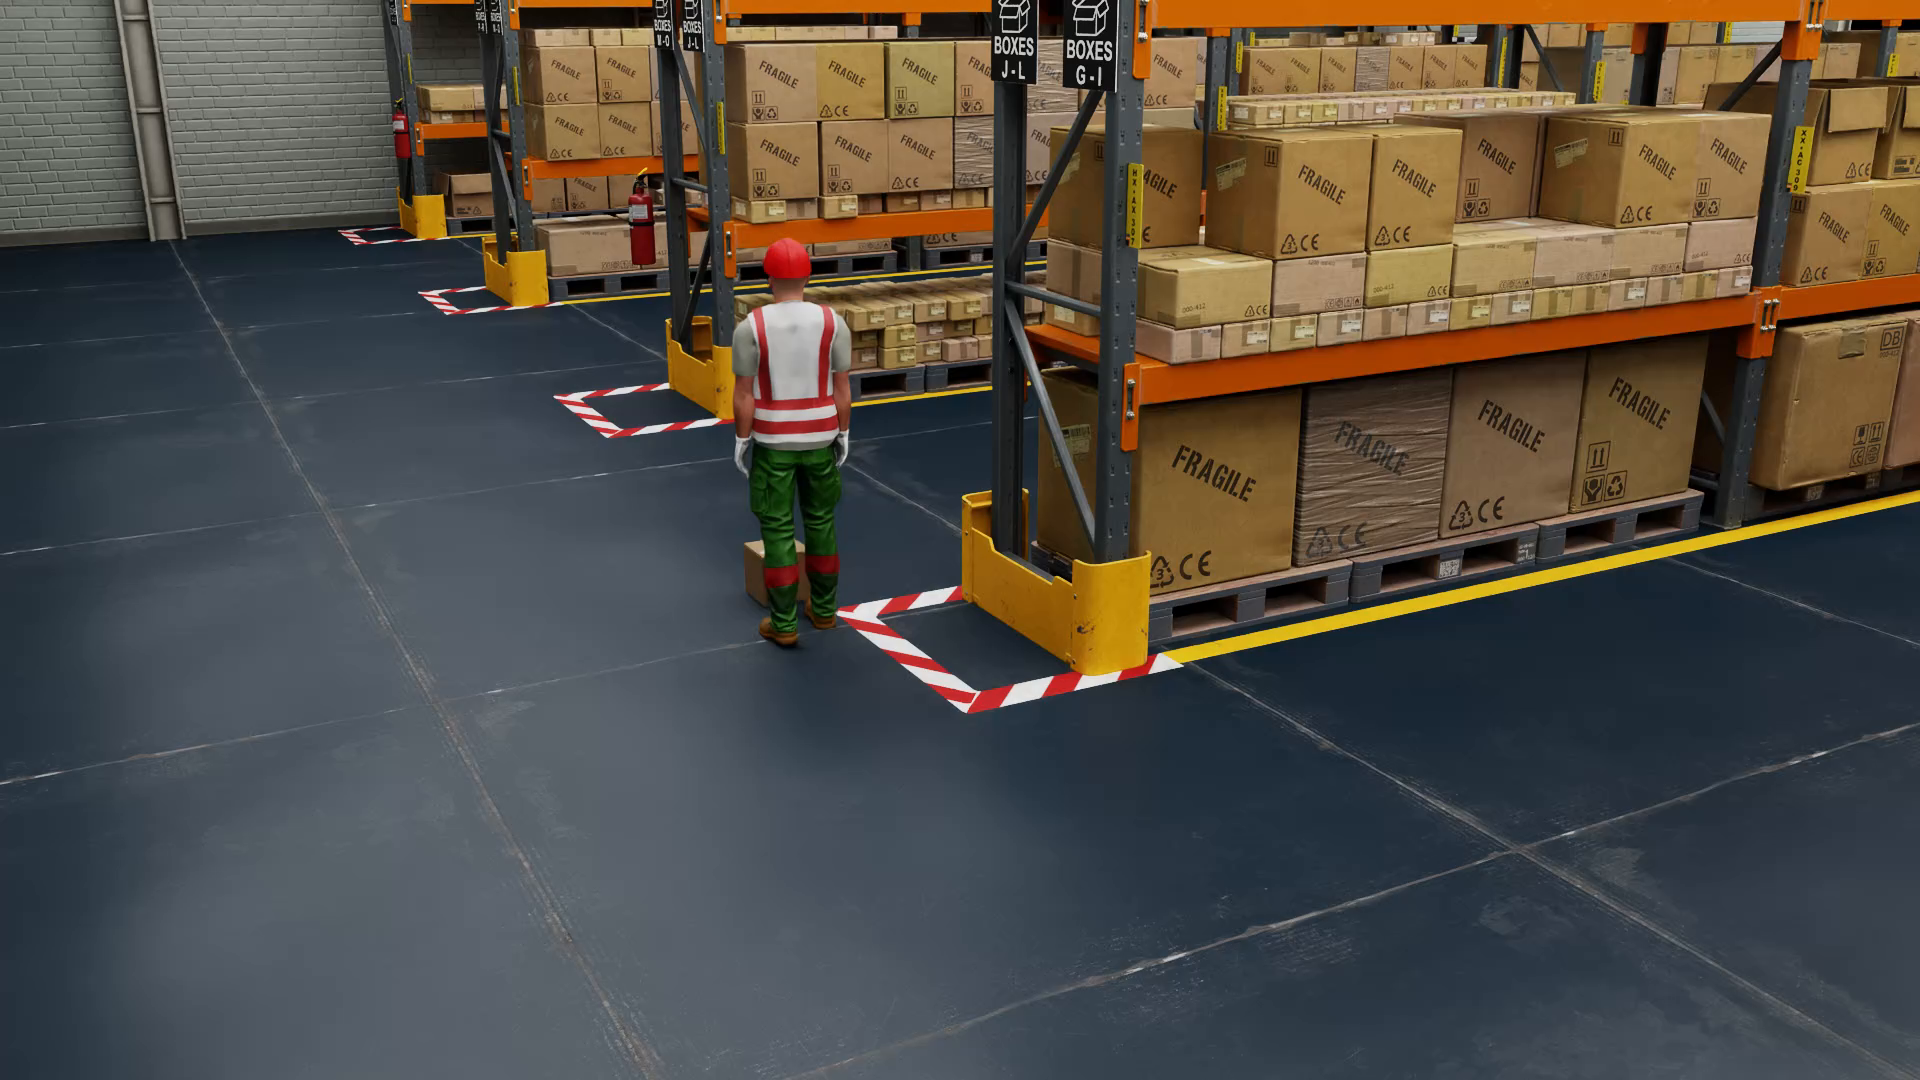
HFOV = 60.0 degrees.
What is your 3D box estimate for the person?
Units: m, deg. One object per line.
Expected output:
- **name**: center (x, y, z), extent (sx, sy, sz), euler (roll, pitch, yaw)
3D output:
- **person**: center (-0.747, -0.442, 7.366), extent (0.524, 1.796, 0.457), euler (-5, 19, -15)
